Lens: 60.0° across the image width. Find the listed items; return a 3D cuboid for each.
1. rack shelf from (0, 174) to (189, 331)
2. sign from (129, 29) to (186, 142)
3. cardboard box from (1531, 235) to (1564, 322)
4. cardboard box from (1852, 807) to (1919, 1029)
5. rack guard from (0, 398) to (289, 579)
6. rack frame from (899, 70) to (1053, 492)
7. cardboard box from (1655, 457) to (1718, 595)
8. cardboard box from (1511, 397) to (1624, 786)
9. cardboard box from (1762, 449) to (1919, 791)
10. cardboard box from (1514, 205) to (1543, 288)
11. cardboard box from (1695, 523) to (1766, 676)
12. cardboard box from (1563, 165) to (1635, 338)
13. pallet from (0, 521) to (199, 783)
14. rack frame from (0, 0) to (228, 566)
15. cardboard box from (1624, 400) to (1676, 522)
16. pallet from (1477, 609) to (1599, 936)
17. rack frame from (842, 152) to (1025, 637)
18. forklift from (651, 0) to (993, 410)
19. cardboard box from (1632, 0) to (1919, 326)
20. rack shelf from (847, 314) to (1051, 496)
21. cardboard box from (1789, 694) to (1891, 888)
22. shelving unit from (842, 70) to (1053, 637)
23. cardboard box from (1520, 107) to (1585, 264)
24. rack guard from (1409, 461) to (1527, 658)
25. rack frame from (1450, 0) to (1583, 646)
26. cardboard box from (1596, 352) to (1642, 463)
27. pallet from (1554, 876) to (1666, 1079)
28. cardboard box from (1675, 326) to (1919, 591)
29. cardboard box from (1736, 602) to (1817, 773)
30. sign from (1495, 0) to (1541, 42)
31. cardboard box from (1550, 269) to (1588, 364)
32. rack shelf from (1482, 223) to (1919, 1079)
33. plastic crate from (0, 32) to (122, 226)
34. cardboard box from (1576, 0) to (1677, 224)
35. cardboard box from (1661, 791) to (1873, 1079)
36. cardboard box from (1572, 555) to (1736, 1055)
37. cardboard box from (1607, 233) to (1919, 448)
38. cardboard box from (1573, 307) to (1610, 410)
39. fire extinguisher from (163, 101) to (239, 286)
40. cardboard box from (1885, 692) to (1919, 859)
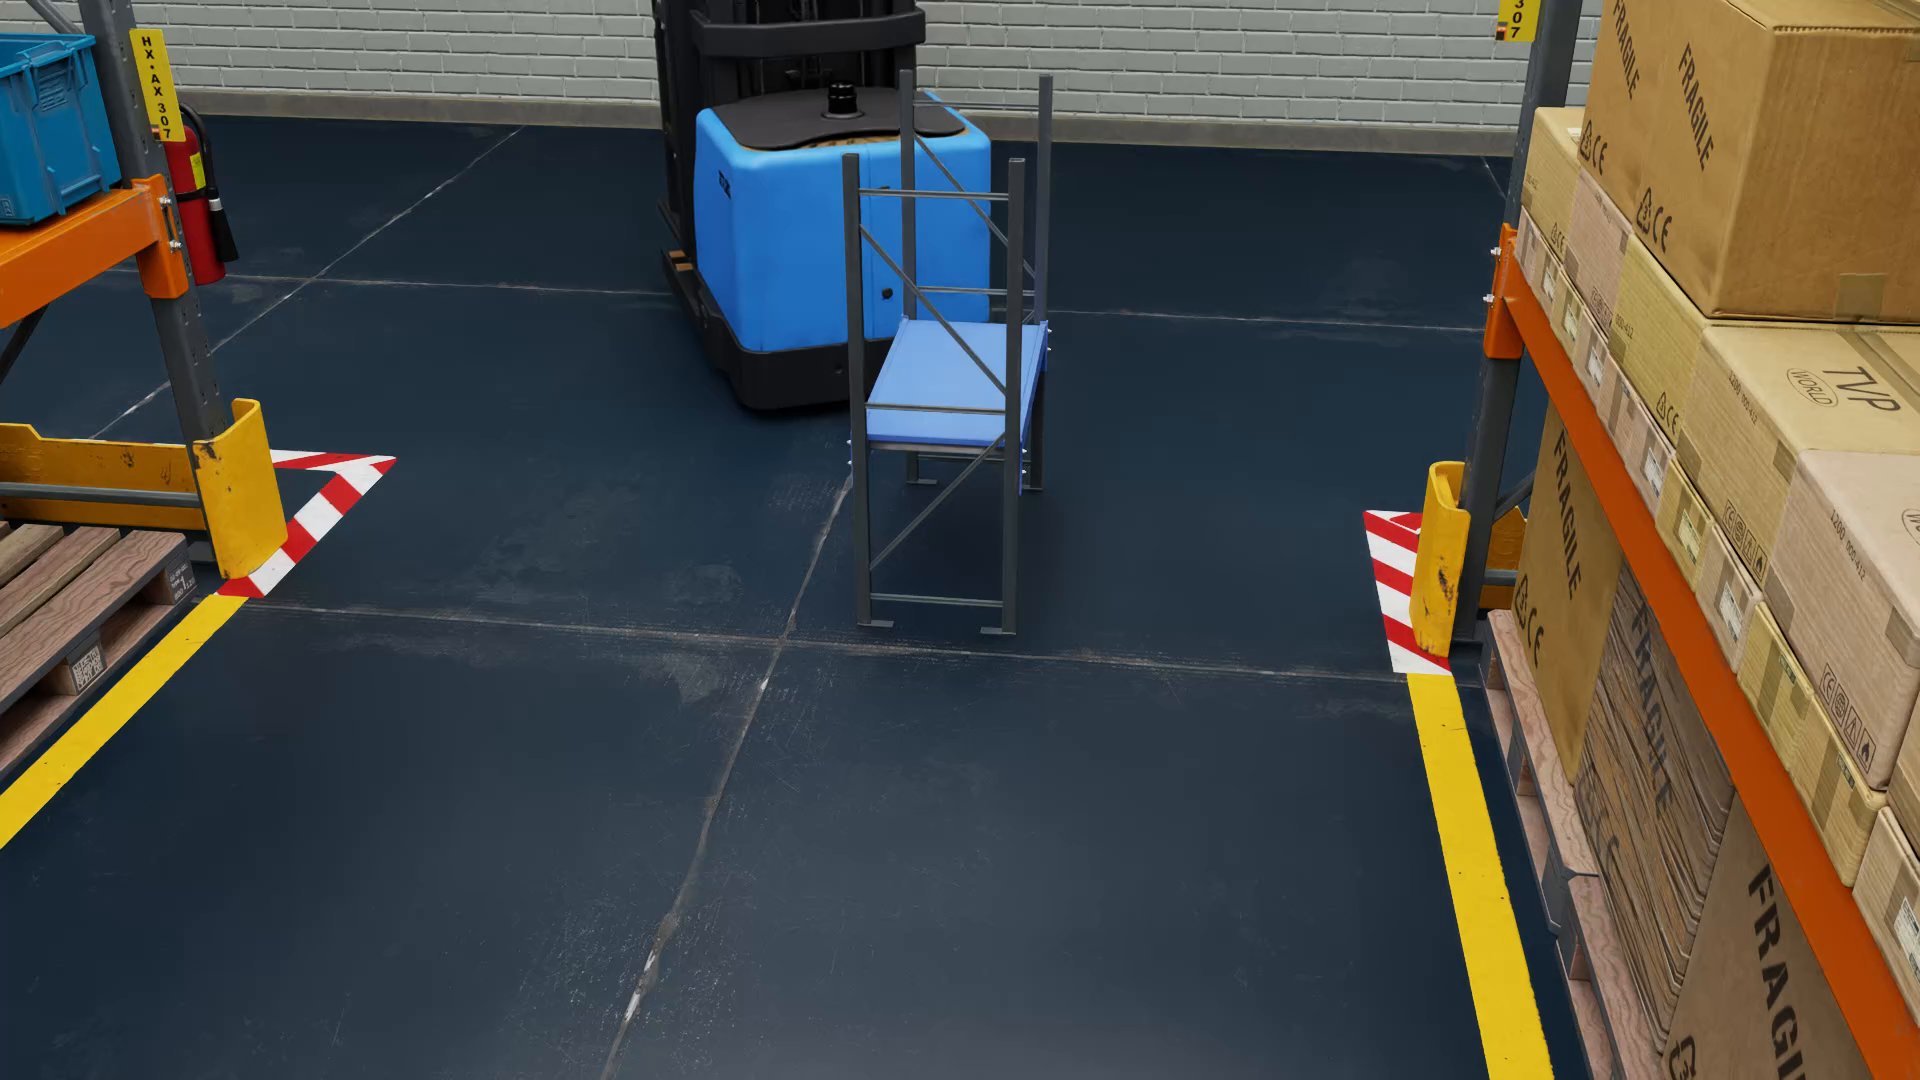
[{"bbox_3d":[-3.155,-0.031,3.404,1.077,0.370,4.000,3,28,6],"label":"rack shelf"},{"bbox_3d":[-2.362,-1.337,4.897,0.100,0.325,0.005,3,28,6],"label":"sign"},{"bbox_3d":[1.604,-0.622,4.007,0.380,0.149,0.250,3,28,5],"label":"cardboard box"},{"bbox_3d":[1.322,0.466,1.987,0.380,0.149,0.250,4,29,7],"label":"cardboard box"},{"bbox_3d":[-2.920,-0.201,5.596,1.175,0.500,0.348,3,28,6],"label":"rack guard"},{"bbox_3d":[0.052,-0.859,5.764,0.500,1.500,0.032,3,28,6],"label":"rack frame"},{"bbox_3d":[1.447,-0.019,2.888,0.380,0.149,0.250,3,28,5],"label":"cardboard box"},{"bbox_3d":[2.006,0.055,4.283,0.875,0.875,0.875,3,28,6],"label":"cardboard box"},{"bbox_3d":[1.432,0.109,2.229,0.500,0.250,0.500,4,29,7],"label":"cardboard box"},{"bbox_3d":[1.634,-0.743,4.232,0.380,0.149,0.250,4,29,7],"label":"cardboard box"},{"bbox_3d":[1.417,0.105,2.658,0.380,0.149,0.250,4,29,7],"label":"cardboard box"},{"bbox_3d":[1.621,-0.611,3.567,0.500,0.250,0.500,3,28,6],"label":"cardboard box"},{"bbox_3d":[-3.050,0.324,4.926,1.003,0.211,1.213,3,28,6],"label":"pallet"},{"bbox_3d":[-2.910,-1.290,4.981,1.000,3.000,0.127,3,28,6],"label":"rack frame"},{"bbox_3d":[1.479,-0.138,3.108,0.380,0.149,0.250,3,28,6],"label":"cardboard box"},{"bbox_3d":[1.985,0.607,4.401,1.003,0.211,1.213,3,28,6],"label":"pallet"},{"bbox_3d":[-0.073,-0.381,4.876,0.500,1.500,0.032,3,28,6],"label":"rack frame"},{"bbox_3d":[-0.804,-2.487,7.275,1.130,2.935,3.031,-9,30,-16],"label":"forklift"},{"bbox_3d":[1.560,-0.707,2.953,0.500,0.500,0.500,3,28,5],"label":"cardboard box"},{"bbox_3d":[-0.010,-0.462,5.405,0.538,0.185,1.000,3,28,6],"label":"rack shelf"},{"bbox_3d":[1.353,0.345,2.212,0.380,0.149,0.250,4,29,7],"label":"cardboard box"},{"bbox_3d":[-0.010,-0.620,5.320,0.538,1.500,1.048,3,28,6],"label":"shelving unit"},{"bbox_3d":[1.678,-0.856,4.021,0.500,0.250,0.500,3,28,5],"label":"cardboard box"},{"bbox_3d":[2.008,0.087,5.061,1.175,0.500,0.348,3,28,6],"label":"rack guard"},{"bbox_3d":[2.005,-1.002,4.447,1.000,3.000,0.127,3,28,6],"label":"rack frame"},{"bbox_3d":[1.510,-0.259,3.334,0.380,0.149,0.250,3,28,5],"label":"cardboard box"},{"bbox_3d":[1.833,1.180,3.338,1.003,0.211,1.213,3,28,6],"label":"pallet"},{"bbox_3d":[1.497,-0.129,2.671,0.500,0.250,0.500,3,28,5],"label":"cardboard box"},{"bbox_3d":[1.384,0.224,2.436,0.380,0.149,0.250,3,28,5],"label":"cardboard box"},{"bbox_3d":[1.455,-1.453,4.288,0.100,0.325,0.005,3,28,6],"label":"sign"},{"bbox_3d":[1.573,-0.502,3.784,0.380,0.149,0.250,3,28,5],"label":"cardboard box"},{"bbox_3d":[1.760,0.256,2.870,1.077,0.370,4.000,3,28,6],"label":"rack shelf"},{"bbox_3d":[-2.766,-1.163,4.646,0.616,0.435,0.499,3,28,6],"label":"plastic crate"},{"bbox_3d":[1.617,-0.951,3.407,0.500,0.500,0.500,3,28,5],"label":"cardboard box"},{"bbox_3d":[1.786,0.902,2.710,0.875,0.875,0.875,3,28,6],"label":"cardboard box"},{"bbox_3d":[1.895,0.483,3.488,0.875,0.875,0.875,3,28,6],"label":"cardboard box"},{"bbox_3d":[1.556,-0.375,3.128,0.500,0.250,0.500,2,28,4],"label":"cardboard box"},{"bbox_3d":[1.542,-0.379,3.556,0.380,0.149,0.250,3,28,5],"label":"cardboard box"},{"bbox_3d":[-2.441,-1.136,5.171,0.296,0.674,0.183,3,28,6],"label":"fire extinguisher"},{"bbox_3d":[1.370,0.349,1.783,0.500,0.250,0.500,4,29,8],"label":"cardboard box"}]
